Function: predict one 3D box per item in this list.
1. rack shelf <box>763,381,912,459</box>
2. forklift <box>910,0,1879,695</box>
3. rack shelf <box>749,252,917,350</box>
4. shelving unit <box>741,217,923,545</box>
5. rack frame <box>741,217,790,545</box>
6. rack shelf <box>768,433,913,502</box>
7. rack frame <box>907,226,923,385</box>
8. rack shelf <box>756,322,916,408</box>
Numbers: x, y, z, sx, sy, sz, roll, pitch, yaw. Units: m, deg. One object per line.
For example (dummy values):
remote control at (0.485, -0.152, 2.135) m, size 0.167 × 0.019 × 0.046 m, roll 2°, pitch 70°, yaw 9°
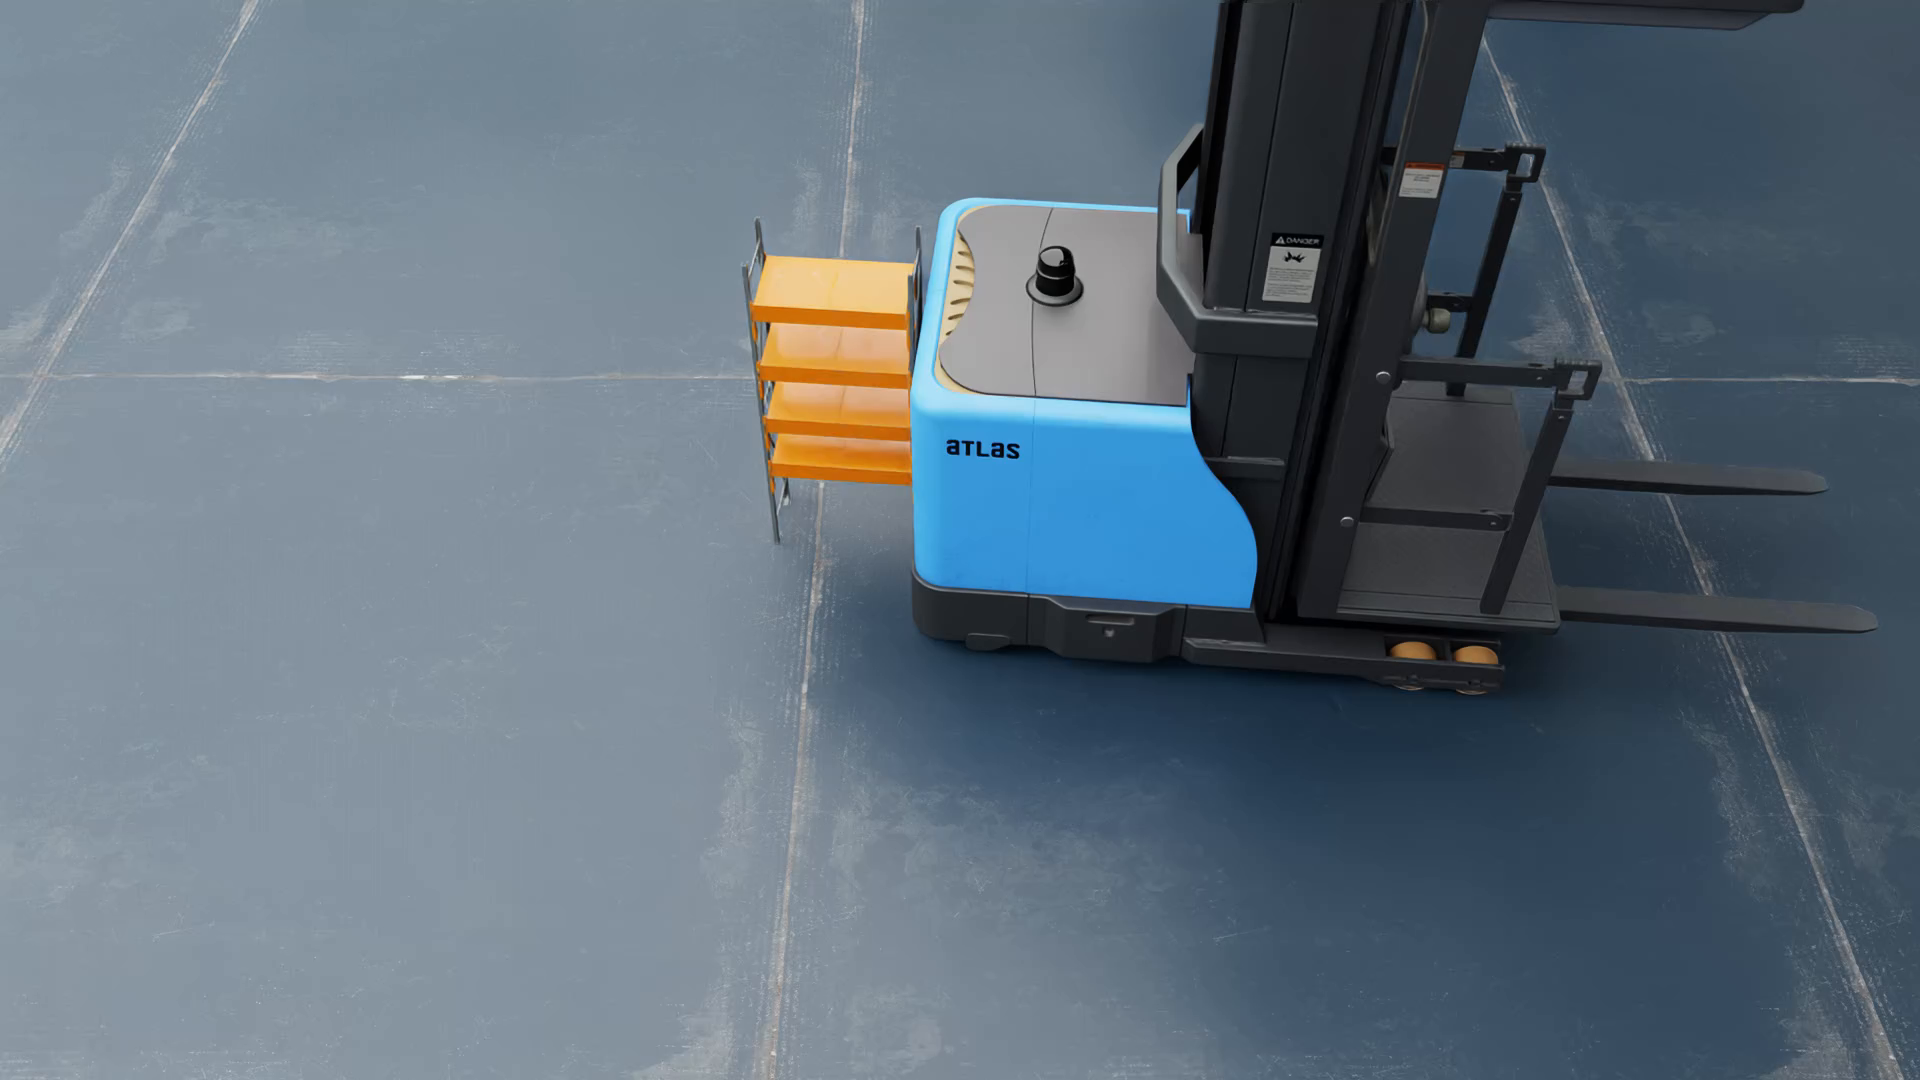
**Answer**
rack shelf at (-0.378, -0.417, 5.410) m, size 0.480 × 0.148 × 0.258 m, roll 4°, pitch 47°, yaw 4°
forklift at (1.393, -0.917, 4.601) m, size 3.031 × 2.935 × 1.130 m, roll 4°, pitch 47°, yaw 4°
rack shelf at (-0.378, -0.730, 5.073) m, size 0.480 × 0.148 × 0.258 m, roll 4°, pitch 47°, yaw 4°
shelving unit at (-0.378, -0.462, 5.361) m, size 0.503 × 1.200 × 0.258 m, roll 4°, pitch 47°, yaw 4°
rack frame at (-0.621, -0.479, 5.376) m, size 0.015 × 1.200 × 0.240 m, roll 4°, pitch 47°, yaw 4°
rack shelf at (-0.378, -0.281, 5.555) m, size 0.480 × 0.148 × 0.258 m, roll 4°, pitch 47°, yaw 4°
rack frame at (-0.135, -0.446, 5.345) m, size 0.015 × 1.200 × 0.240 m, roll 4°, pitch 47°, yaw 4°
rack shelf at (-0.378, -0.569, 5.246) m, size 0.480 × 0.148 × 0.258 m, roll 4°, pitch 47°, yaw 4°
